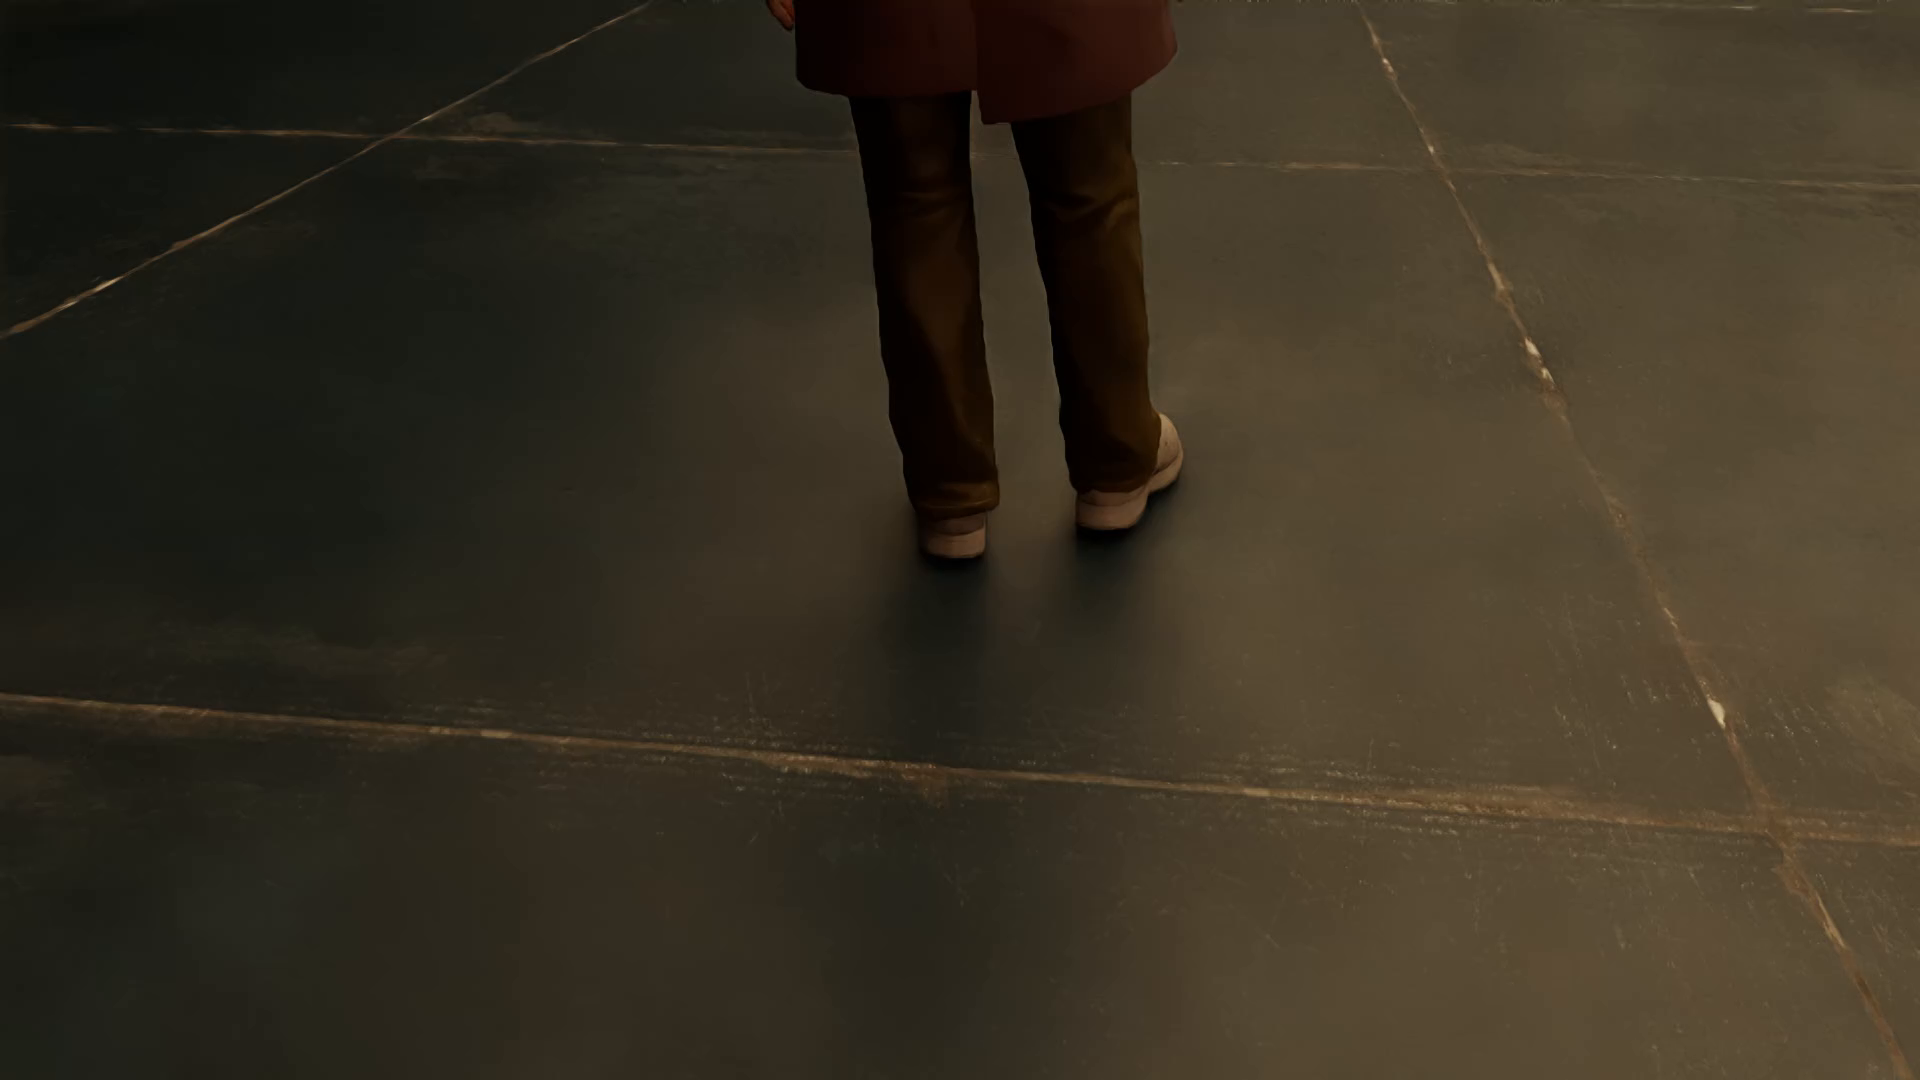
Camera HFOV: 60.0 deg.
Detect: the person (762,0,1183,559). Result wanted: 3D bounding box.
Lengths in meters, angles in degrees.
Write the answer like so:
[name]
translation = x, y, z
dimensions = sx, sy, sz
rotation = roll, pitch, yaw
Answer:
[person]
translation = 0.017, -0.842, 2.180
dimensions = 0.694, 1.776, 0.580
rotation = 3, 27, 7
